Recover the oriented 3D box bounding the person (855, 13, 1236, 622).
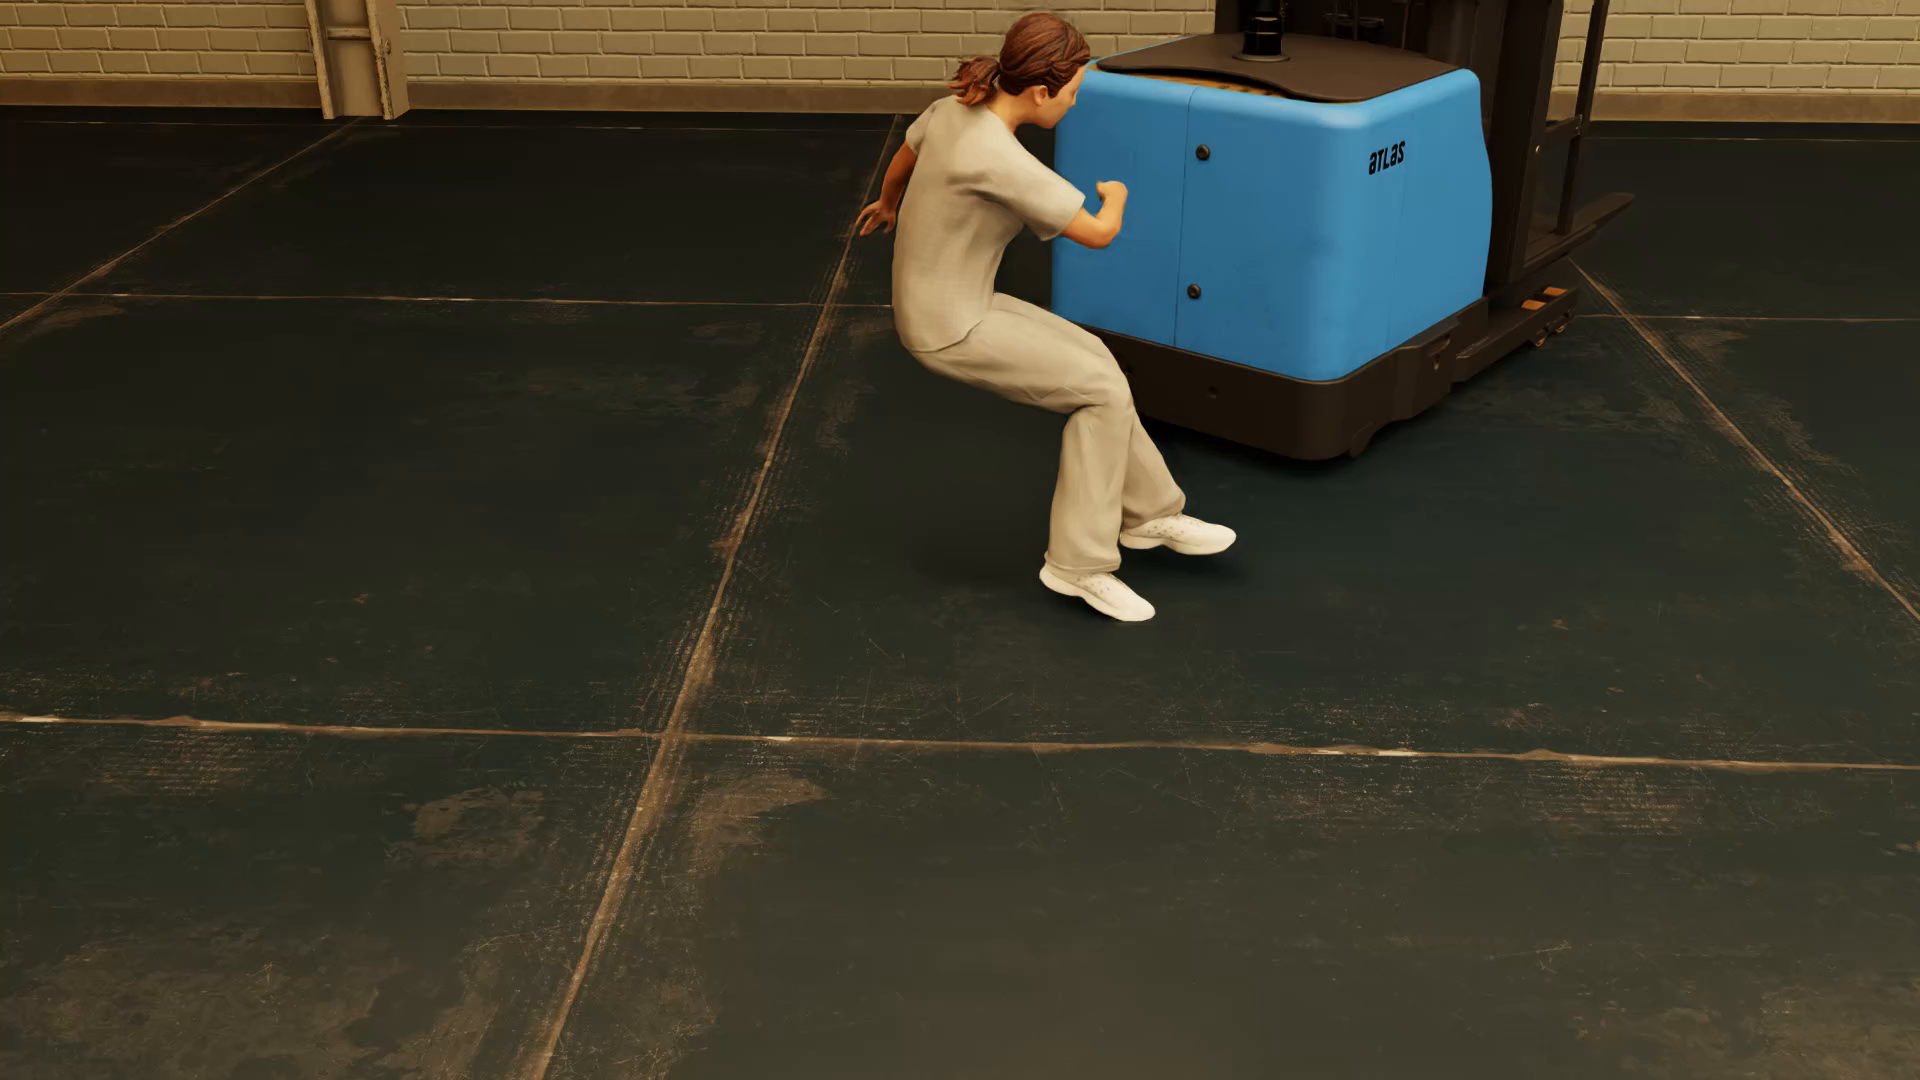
[{"bbox_3d":[0.232,-0.622,4.216,0.903,1.420,0.971,-4,27,-8],"label":"person"}]

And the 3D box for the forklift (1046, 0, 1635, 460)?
[{"bbox_3d":[1.594,-2.126,5.518,1.130,2.935,3.031,20,33,35],"label":"forklift"}]
